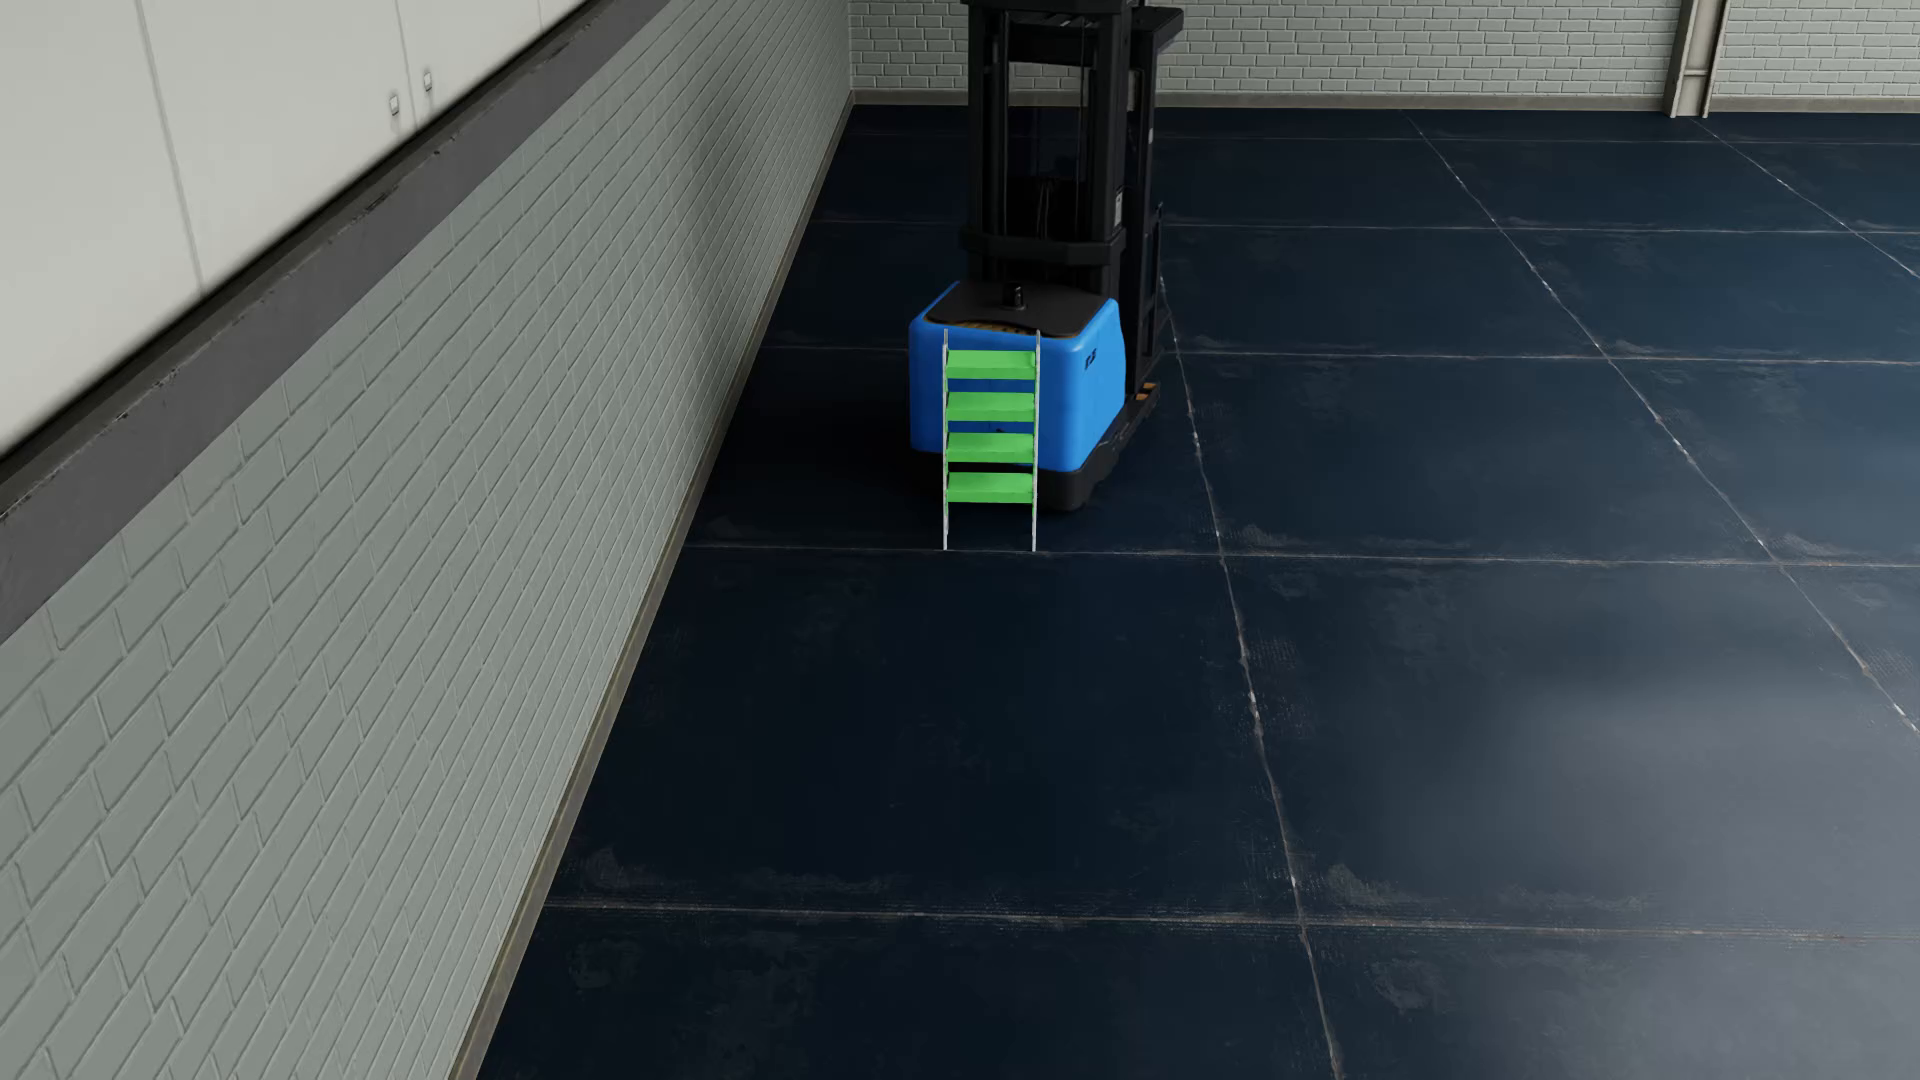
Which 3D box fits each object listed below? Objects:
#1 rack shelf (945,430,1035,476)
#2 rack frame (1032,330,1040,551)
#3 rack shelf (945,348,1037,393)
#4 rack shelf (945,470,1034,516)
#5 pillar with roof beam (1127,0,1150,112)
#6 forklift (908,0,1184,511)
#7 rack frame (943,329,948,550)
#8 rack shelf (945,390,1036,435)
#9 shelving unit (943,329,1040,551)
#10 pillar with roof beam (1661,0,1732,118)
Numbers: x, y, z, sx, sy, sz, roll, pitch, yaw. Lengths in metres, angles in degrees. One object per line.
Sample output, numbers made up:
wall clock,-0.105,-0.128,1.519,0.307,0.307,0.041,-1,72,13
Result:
rack shelf,0.165,-0.471,8.994,0.480,0.148,0.258,1,28,2
rack frame,0.409,-0.523,8.956,0.015,1.200,0.240,1,28,2
rack shelf,0.165,-0.895,8.769,0.480,0.148,0.258,1,28,2
rack shelf,0.165,-0.259,9.106,0.480,0.148,0.258,1,28,2
pillar with roof beam,1.643,-6.646,12.180,0.400,9.000,9.100,1,28,2
forklift,0.674,-2.130,10.138,1.130,2.935,3.031,10,29,17
rack frame,-0.078,-0.531,8.971,0.015,1.200,0.240,1,28,2
rack shelf,0.165,-0.683,8.881,0.480,0.148,0.258,1,28,2
shelving unit,0.165,-0.527,8.964,0.503,1.200,0.258,1,28,2
pillar with roof beam,7.640,-6.547,11.992,0.400,9.000,9.100,1,28,2
